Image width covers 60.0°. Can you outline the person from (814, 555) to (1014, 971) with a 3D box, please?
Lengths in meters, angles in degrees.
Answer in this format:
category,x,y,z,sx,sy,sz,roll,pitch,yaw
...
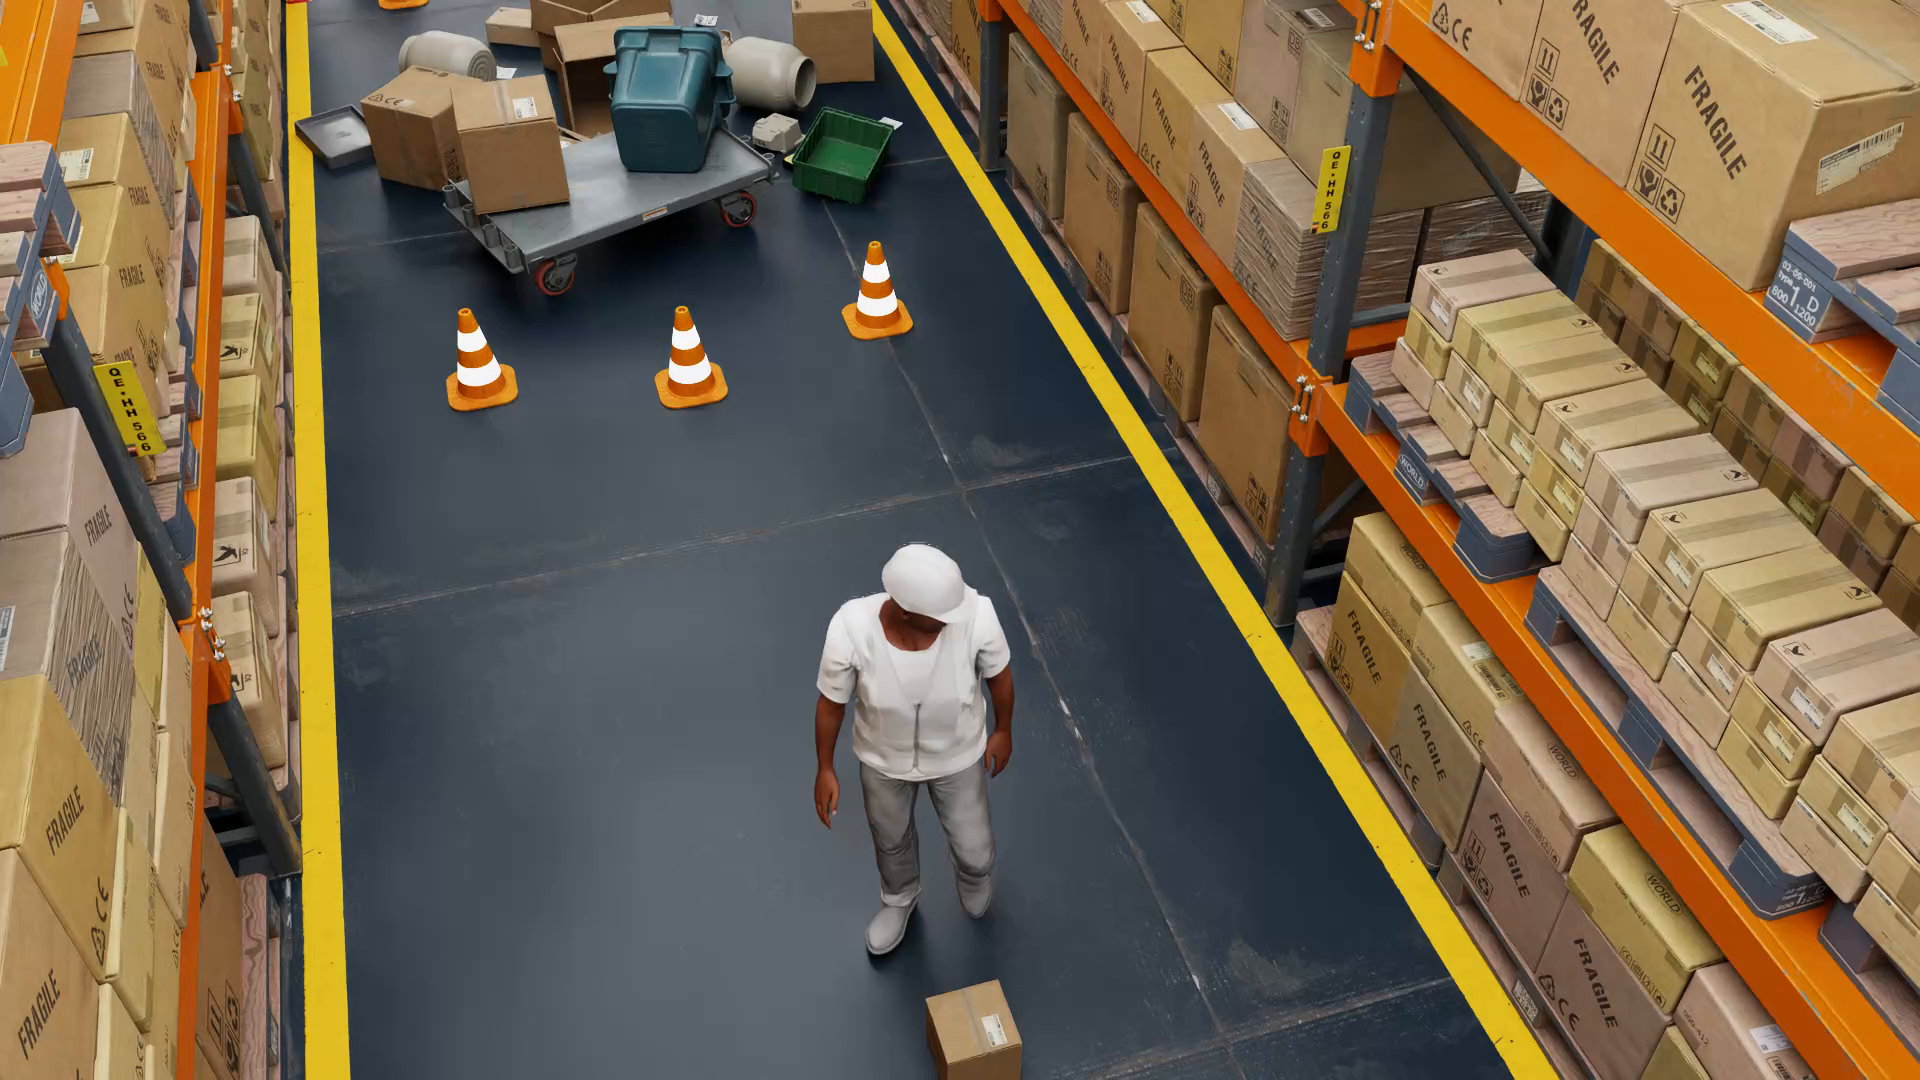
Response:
category,x,y,z,sx,sy,sz,roll,pitch,yaw
person,-0.140,0.756,5.301,0.629,1.817,0.463,0,42,0
